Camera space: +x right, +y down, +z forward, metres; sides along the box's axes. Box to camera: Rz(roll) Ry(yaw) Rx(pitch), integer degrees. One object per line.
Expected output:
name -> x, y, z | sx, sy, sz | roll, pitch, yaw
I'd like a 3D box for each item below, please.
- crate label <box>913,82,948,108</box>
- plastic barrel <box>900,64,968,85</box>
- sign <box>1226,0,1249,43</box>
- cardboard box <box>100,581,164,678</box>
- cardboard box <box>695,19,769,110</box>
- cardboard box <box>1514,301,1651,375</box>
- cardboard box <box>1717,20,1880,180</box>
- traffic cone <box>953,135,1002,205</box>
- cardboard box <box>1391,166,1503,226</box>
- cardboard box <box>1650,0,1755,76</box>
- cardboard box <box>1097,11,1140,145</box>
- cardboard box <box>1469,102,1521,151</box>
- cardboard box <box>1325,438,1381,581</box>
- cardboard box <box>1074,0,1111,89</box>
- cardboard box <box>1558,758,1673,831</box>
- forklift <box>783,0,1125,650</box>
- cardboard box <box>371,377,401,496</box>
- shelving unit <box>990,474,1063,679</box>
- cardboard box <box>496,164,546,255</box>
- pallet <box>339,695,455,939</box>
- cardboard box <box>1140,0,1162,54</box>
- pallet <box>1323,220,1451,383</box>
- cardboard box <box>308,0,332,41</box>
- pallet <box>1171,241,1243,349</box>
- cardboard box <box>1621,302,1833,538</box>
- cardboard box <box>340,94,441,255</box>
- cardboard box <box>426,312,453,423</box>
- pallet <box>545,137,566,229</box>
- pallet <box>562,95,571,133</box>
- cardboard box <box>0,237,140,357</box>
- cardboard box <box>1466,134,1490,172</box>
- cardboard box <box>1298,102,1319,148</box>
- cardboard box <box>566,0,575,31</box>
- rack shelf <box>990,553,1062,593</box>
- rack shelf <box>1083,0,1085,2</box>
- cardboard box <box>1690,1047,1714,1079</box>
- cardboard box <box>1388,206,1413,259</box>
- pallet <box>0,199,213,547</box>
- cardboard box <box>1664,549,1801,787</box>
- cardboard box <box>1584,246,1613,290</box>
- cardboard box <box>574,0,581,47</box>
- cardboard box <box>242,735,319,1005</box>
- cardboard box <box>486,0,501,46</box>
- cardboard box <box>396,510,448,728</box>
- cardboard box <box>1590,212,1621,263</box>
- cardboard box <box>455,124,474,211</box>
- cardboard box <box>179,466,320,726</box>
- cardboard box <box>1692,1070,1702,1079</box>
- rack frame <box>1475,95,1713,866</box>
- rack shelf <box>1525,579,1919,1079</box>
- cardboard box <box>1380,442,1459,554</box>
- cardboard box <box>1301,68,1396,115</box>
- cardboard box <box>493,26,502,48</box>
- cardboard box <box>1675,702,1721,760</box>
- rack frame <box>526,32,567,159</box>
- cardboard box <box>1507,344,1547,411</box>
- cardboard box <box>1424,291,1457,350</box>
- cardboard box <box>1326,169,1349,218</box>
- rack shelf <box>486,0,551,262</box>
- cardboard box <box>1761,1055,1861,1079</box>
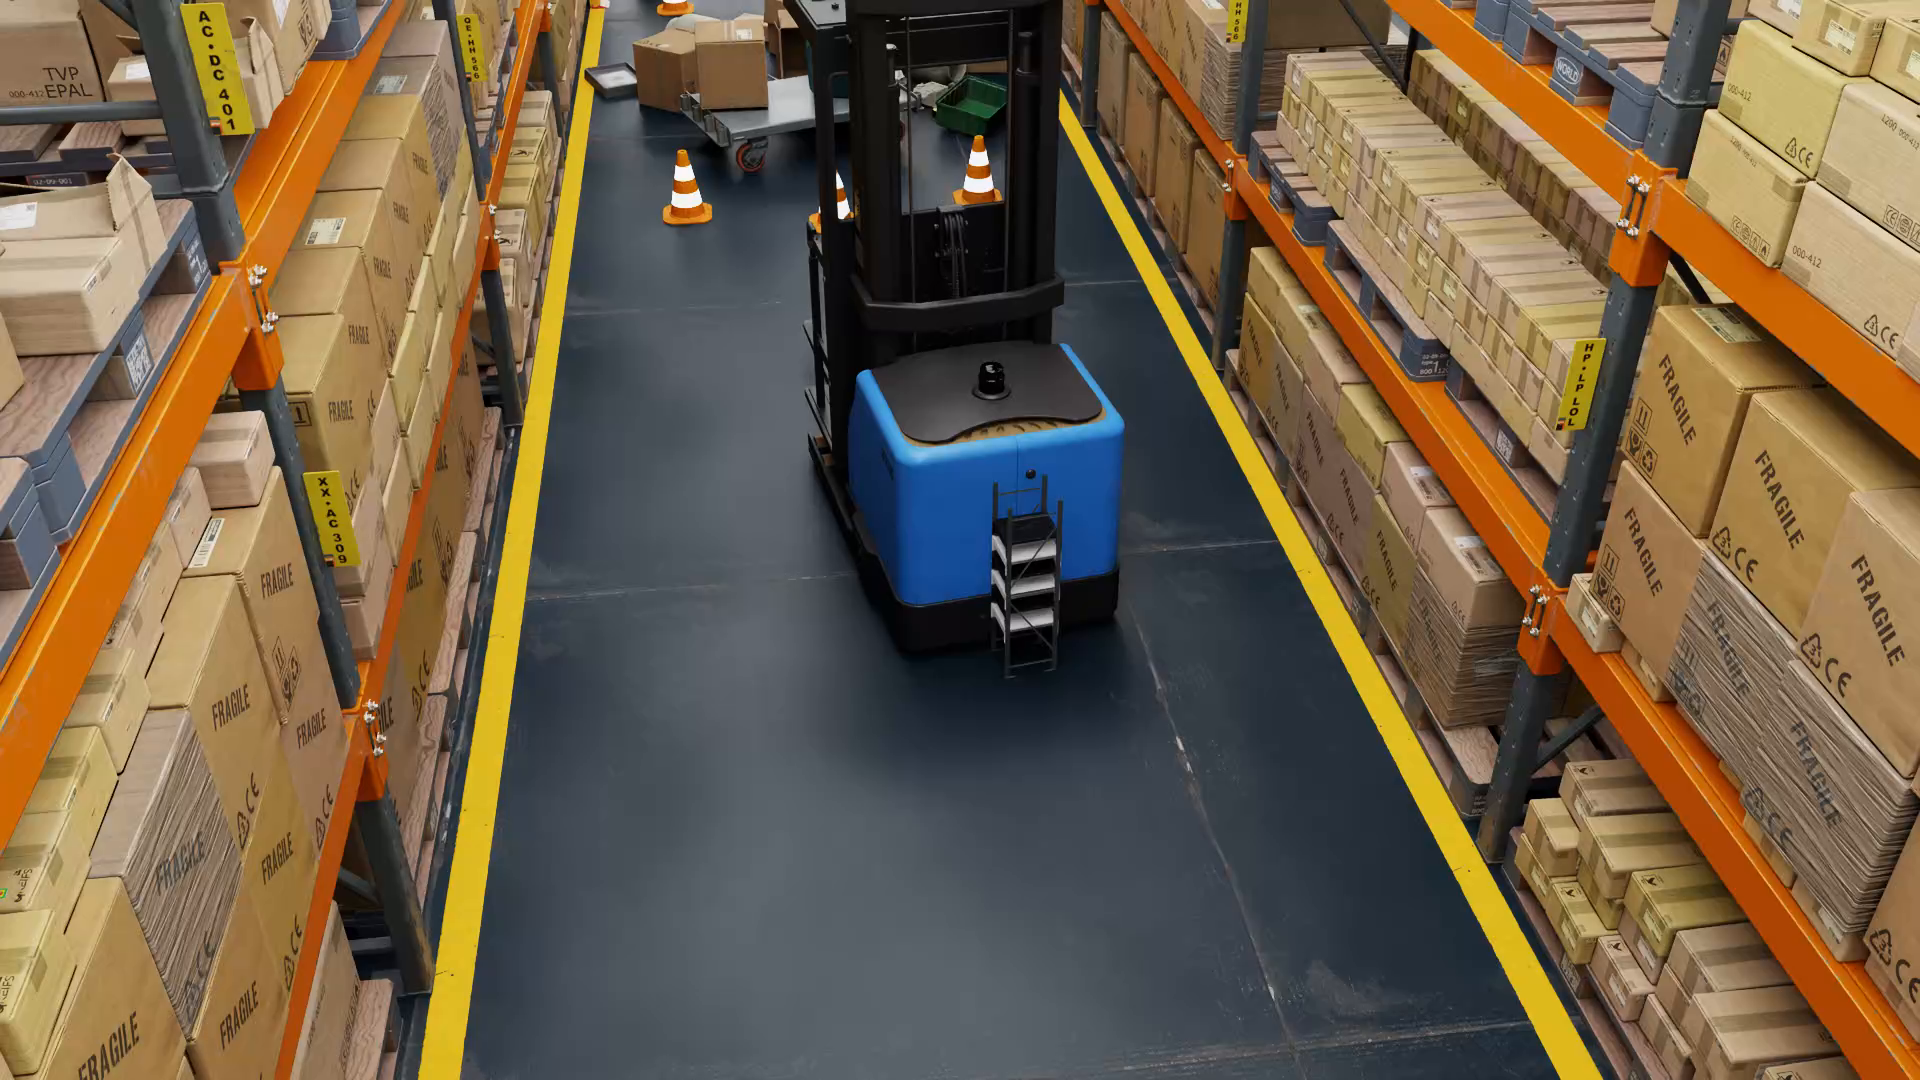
crate label -> -0.235, -3.590, 13.396 | 0.250, 0.136, 0.298 | 27, 43, 34
plastic barrel -> -0.230, -3.973, 13.704 | 0.512, 0.421, 0.421 | 20, 39, 26
sign -> 1.431, -2.723, 8.554 | 0.100, 0.325, 0.005 | -4, 35, -6
cardboard box -> -2.012, 0.235, 3.689 | 0.380, 0.149, 0.250 | -5, 35, -7
cardboard box -> -1.689, -3.521, 12.300 | 0.500, 0.500, 0.500 | -4, 35, -6
cardboard box -> 2.234, -0.731, 5.981 | 0.380, 0.149, 0.250 | -5, 35, -8
cardboard box -> 2.346, -1.154, 4.305 | 0.500, 0.250, 0.500 | -3, 34, -5
traffic cone -> 0.127, -2.610, 11.668 | 0.336, 0.463, 0.334 | -4, 35, -6
cardboard box -> 2.059, -1.459, 7.049 | 0.380, 0.149, 0.250 | -5, 35, -7
cardboard box -> 2.577, -1.731, 5.001 | 0.700, 0.500, 0.500 | -4, 35, -6
cardboard box -> 1.615, -3.425, 12.237 | 1.050, 0.750, 0.750 | -5, 35, -7
cardboard box -> 2.607, -1.930, 7.741 | 0.380, 0.149, 0.250 | -3, 34, -5
cardboard box -> 2.036, -0.164, 7.674 | 0.500, 0.500, 0.500 | -5, 35, -7
cardboard box -> 1.428, -4.172, 13.223 | 0.875, 0.875, 0.875 | -4, 34, -6
cardboard box -> 2.360, 0.910, 5.881 | 0.380, 0.149, 0.250 | -3, 34, -4
forklift -> -0.172, -1.548, 7.919 | 1.130, 2.935, 3.031 | -9, 35, -13
cardboard box -> -2.250, -0.325, 5.753 | 0.500, 0.250, 0.500 | -4, 34, -6
shelving unit -> 0.284, 0.168, 7.204 | 0.258, 0.900, 0.210 | -9, 35, -13
cardboard box -> -3.180, -2.096, 10.622 | 0.950, 0.372, 0.625 | -3, 34, -5
pallet -> -2.551, 1.102, 6.445 | 1.003, 0.211, 1.213 | -4, 35, -6
cardboard box -> 1.448, -3.404, 10.493 | 0.500, 0.500, 0.500 | -4, 34, -6
pallet -> 2.288, -1.108, 7.382 | 1.003, 0.211, 1.213 | -4, 35, -6
cardboard box -> -2.196, -1.674, 5.214 | 0.380, 0.166, 0.250 | -7, 35, -10
pallet -> 1.949, -1.582, 10.384 | 1.003, 0.211, 1.213 | -4, 35, -6
cardboard box -> 2.338, -0.364, 4.879 | 0.500, 0.500, 0.500 | -4, 34, -5
cardboard box -> -2.445, -1.480, 6.781 | 0.500, 0.500, 0.500 | -4, 35, -6
cardboard box -> -2.353, -0.684, 6.724 | 0.500, 0.250, 0.500 | -5, 35, -7
pallet -> -3.342, -2.503, 11.735 | 1.003, 0.211, 1.213 | -4, 35, -6
pallet -> -3.574, -3.309, 12.918 | 1.003, 0.211, 1.213 | -4, 35, -6
cardboard box -> -1.934, -0.496, 3.412 | 0.380, 0.149, 0.250 | -4, 34, -5
cardboard box -> 2.607, -1.805, 7.821 | 0.380, 0.149, 0.250 | -4, 35, -6
cardboard box -> 1.885, -2.045, 8.173 | 0.380, 0.149, 0.250 | -3, 34, -4
cardboard box -> -3.412, -4.374, 13.407 | 0.500, 0.500, 0.500 | -3, 34, -4
rack shelf -> 0.284, 0.121, 7.172 | 0.258, 0.077, 0.200 | -9, 35, -13
rack shelf -> 1.174, -5.339, 14.060 | 1.077, 0.370, 4.000 | -4, 35, -6
cardboard box -> 2.489, 1.625, 5.096 | 0.380, 0.149, 0.250 | -3, 34, -4
cardboard box -> 2.062, -1.327, 7.120 | 0.380, 0.149, 0.250 | -3, 34, -5
pallet -> -2.273, -0.371, 3.545 | 1.003, 0.211, 1.213 | -4, 35, -6
cardboard box -> 2.409, 0.350, 4.719 | 0.500, 0.500, 0.500 | -4, 35, -6
cardboard box -> 2.776, -1.088, 6.768 | 0.380, 0.149, 0.250 | -3, 34, -4
cardboard box -> -3.474, -4.347, 14.034 | 0.500, 0.250, 0.500 | -6, 35, -8
cardboard box -> -1.982, 0.860, 4.236 | 0.500, 0.500, 0.500 | -5, 35, -8
cardboard box -> -2.897, -3.050, 9.336 | 0.500, 0.500, 0.500 | -4, 34, -6
cardboard box -> -2.665, 0.236, 6.754 | 0.875, 0.875, 0.875 | -3, 34, -5
cardboard box -> 2.780, -1.207, 6.680 | 0.380, 0.149, 0.250 | -5, 35, -7
cardboard box -> -2.594, -1.751, 7.845 | 0.500, 0.250, 0.500 | -4, 35, -7
cardboard box -> -2.036, 0.163, 4.371 | 0.500, 0.500, 0.500 | -5, 35, -7
cardboard box -> 2.524, 1.744, 5.186 | 0.380, 0.149, 0.250 | -6, 35, -8
rack frame -> 2.519, -0.056, 5.669 | 1.000, 3.000, 0.127 | -4, 35, -6
rack shelf -> 2.788, 1.357, 4.234 | 1.077, 0.370, 4.000 | -4, 35, -6
cardboard box -> 2.112, -0.191, 7.048 | 0.500, 0.250, 0.500 | -3, 34, -4
cardboard box -> 1.890, -2.182, 8.110 | 0.380, 0.149, 0.250 | -5, 35, -8
cardboard box -> -2.940, -3.028, 9.880 | 0.380, 0.149, 0.250 | -3, 34, -5
cardboard box -> 2.429, 0.514, 5.056 | 0.380, 0.149, 0.250 | -6, 35, -8
rack frame -> -3.449, -4.089, 11.587 | 1.000, 3.000, 0.127 | -4, 35, -6
cardboard box -> 2.233, -0.603, 6.057 | 0.380, 0.149, 0.250 | -4, 34, -6
cardboard box -> 2.126, -0.912, 6.774 | 0.380, 0.149, 0.250 | -6, 35, -8
cardboard box -> 1.951, -1.643, 7.847 | 0.380, 0.149, 0.250 | -3, 34, -4
rack shelf -> -3.180, -2.676, 10.152 | 1.077, 0.370, 4.000 | -4, 35, -6
cardboard box -> 2.550, 1.644, 4.805 | 0.380, 0.149, 0.250 | -6, 35, -8
